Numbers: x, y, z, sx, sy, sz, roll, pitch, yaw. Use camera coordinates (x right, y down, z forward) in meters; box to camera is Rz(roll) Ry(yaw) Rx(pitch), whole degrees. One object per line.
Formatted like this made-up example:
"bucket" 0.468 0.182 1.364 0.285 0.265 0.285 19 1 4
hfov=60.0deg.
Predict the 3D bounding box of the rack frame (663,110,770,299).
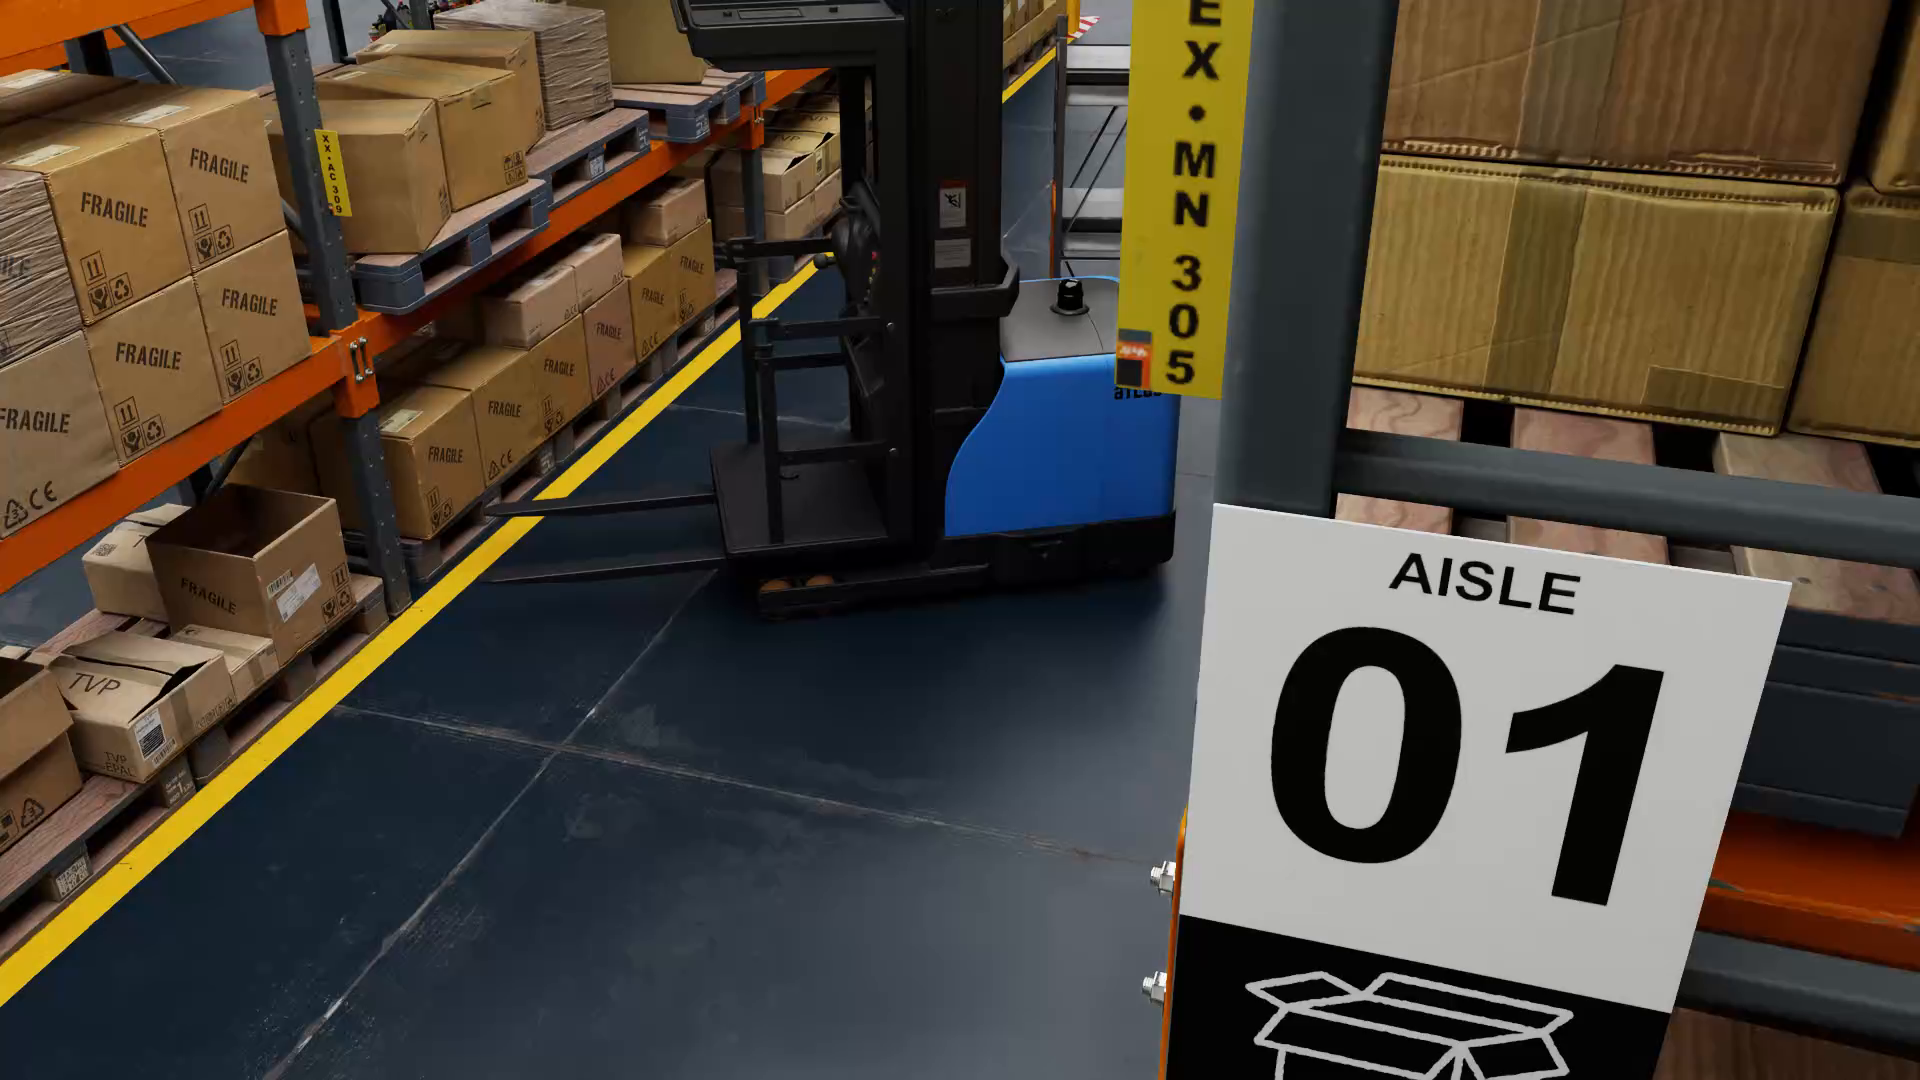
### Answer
"rack frame" -1.705 -2.932 9.935 1.000 3.000 0.127 8 30 15

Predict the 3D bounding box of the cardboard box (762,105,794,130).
"cardboard box" -1.489 -2.914 11.722 0.500 0.311 0.500 8 30 15

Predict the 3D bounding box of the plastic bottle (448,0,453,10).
"plastic bottle" -5.080 -5.278 16.577 0.097 0.201 0.097 0 29 0

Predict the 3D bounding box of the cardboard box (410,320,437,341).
"cardboard box" -2.707 -0.905 8.409 0.500 0.500 0.500 9 30 15

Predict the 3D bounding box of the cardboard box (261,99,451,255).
"cardboard box" -2.526 -1.488 6.805 0.700 0.500 0.500 -1 29 -2

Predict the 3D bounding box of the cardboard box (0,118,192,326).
"cardboard box" -2.928 -1.043 5.408 0.500 0.500 0.500 8 30 14

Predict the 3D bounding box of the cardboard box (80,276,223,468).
"cardboard box" -2.930 -0.608 5.654 0.500 0.500 0.500 9 30 16

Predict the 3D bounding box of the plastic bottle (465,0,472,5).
"plastic bottle" -5.005 -5.463 16.826 0.061 0.283 0.133 9 30 16

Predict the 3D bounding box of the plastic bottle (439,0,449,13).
"plastic bottle" -5.047 -5.144 16.253 0.061 0.283 0.133 8 30 15

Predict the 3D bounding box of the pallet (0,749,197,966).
"pallet" -3.438 1.034 5.675 1.003 0.211 1.213 8 30 15

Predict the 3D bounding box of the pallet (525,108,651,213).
"pallet" -2.271 -1.943 8.356 1.003 0.211 1.213 8 30 15

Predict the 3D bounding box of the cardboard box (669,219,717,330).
"cardboard box" -1.755 -1.564 9.594 0.500 0.500 0.500 10 31 17

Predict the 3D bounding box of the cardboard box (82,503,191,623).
"cardboard box" -3.209 0.074 6.845 0.500 0.311 0.500 8 30 15

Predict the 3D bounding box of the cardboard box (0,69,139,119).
"cardboard box" -3.286 -1.375 6.004 0.500 0.500 0.500 9 30 16

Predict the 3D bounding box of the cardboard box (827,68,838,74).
"cardboard box" -1.042 -3.629 13.008 0.500 0.311 0.500 8 30 14

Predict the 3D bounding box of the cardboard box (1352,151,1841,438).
"cardboard box" 0.645 -0.360 1.845 0.500 0.250 0.500 9 30 16

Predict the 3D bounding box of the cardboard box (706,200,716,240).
"cardboard box" -1.784 -2.193 11.003 0.500 0.250 0.500 9 30 16

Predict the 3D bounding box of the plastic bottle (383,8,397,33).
"plastic bottle" -5.351 -4.874 15.699 0.144 0.351 0.185 8 30 14

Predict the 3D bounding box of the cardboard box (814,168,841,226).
"cardboard box" -1.124 -2.349 11.283 0.500 0.250 0.500 8 30 13

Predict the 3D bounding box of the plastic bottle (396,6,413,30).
"plastic bottle" -5.213 -4.854 15.662 0.144 0.351 0.185 8 30 15

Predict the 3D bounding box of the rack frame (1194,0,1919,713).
"rack frame" 0.684 -1.131 0.526 1.000 3.000 0.127 8 30 15

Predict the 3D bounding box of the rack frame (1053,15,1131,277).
"rack frame" 0.666 -1.584 8.438 0.400 2.100 0.015 1 29 1

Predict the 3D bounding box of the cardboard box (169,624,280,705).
"cardboard box" -2.828 0.469 6.302 0.380 0.149 0.250 8 30 15

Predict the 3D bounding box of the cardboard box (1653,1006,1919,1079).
"cardboard box" 0.824 1.122 2.340 0.980 0.700 0.700 10 31 17

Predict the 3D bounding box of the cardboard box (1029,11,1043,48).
"cardboard box" 0.488 -4.873 15.821 0.500 0.250 0.500 8 30 15

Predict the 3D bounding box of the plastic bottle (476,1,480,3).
"plastic bottle" -4.576 -4.938 15.812 0.144 0.351 0.185 7 30 13

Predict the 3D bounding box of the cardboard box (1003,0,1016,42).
"cardboard box" 0.198 -4.736 14.803 0.500 0.500 0.500 8 30 15

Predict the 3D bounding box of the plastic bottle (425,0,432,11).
"plastic bottle" -5.200 -5.114 16.129 0.144 0.351 0.185 8 30 15

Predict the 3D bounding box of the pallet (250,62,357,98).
"pallet" -5.458 -3.910 14.562 1.003 0.211 1.213 8 30 15

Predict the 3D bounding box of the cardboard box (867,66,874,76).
"cardboard box" -0.522 -3.546 12.858 0.500 0.311 0.500 9 30 16

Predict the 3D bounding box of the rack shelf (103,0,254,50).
"rack shelf" -5.852 -4.255 13.054 1.077 0.370 4.000 8 30 15

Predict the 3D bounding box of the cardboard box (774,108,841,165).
"cardboard box" -0.972 -2.842 11.593 0.500 0.311 0.500 8 30 14

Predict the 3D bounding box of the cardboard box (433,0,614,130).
"cardboard box" -2.233 -2.452 8.538 0.700 0.500 0.500 14 32 24

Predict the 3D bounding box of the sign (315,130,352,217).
"sign" -2.358 -1.377 6.250 0.100 0.325 0.005 8 30 15

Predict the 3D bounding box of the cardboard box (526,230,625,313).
"cardboard box" -2.064 -1.388 8.508 0.500 0.250 0.500 8 30 14

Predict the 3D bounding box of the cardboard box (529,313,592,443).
"cardboard box" -2.204 -0.843 8.299 0.500 0.500 0.500 9 30 15

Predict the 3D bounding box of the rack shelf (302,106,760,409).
"rack shelf" -2.292 -1.688 8.439 1.077 0.370 4.000 8 30 15

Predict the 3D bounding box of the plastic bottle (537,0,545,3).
"plastic bottle" -4.228 -5.390 16.696 0.061 0.283 0.133 9 30 16

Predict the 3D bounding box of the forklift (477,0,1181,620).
"forklift" -0.611 -1.219 6.927 3.031 2.935 1.130 -6 30 -10

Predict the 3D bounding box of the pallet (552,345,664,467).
"pallet" -2.320 -0.806 8.983 1.003 0.211 1.213 8 30 15

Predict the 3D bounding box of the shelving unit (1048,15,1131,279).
"shelving unit" 0.659 -1.466 8.225 0.431 2.100 0.503 1 29 1

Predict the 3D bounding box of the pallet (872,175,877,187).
"pallet" -1.066 -2.655 12.306 1.003 0.211 1.213 8 30 15

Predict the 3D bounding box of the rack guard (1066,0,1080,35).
"rack guard" 0.650 -5.568 17.246 1.175 0.500 0.348 8 30 15
